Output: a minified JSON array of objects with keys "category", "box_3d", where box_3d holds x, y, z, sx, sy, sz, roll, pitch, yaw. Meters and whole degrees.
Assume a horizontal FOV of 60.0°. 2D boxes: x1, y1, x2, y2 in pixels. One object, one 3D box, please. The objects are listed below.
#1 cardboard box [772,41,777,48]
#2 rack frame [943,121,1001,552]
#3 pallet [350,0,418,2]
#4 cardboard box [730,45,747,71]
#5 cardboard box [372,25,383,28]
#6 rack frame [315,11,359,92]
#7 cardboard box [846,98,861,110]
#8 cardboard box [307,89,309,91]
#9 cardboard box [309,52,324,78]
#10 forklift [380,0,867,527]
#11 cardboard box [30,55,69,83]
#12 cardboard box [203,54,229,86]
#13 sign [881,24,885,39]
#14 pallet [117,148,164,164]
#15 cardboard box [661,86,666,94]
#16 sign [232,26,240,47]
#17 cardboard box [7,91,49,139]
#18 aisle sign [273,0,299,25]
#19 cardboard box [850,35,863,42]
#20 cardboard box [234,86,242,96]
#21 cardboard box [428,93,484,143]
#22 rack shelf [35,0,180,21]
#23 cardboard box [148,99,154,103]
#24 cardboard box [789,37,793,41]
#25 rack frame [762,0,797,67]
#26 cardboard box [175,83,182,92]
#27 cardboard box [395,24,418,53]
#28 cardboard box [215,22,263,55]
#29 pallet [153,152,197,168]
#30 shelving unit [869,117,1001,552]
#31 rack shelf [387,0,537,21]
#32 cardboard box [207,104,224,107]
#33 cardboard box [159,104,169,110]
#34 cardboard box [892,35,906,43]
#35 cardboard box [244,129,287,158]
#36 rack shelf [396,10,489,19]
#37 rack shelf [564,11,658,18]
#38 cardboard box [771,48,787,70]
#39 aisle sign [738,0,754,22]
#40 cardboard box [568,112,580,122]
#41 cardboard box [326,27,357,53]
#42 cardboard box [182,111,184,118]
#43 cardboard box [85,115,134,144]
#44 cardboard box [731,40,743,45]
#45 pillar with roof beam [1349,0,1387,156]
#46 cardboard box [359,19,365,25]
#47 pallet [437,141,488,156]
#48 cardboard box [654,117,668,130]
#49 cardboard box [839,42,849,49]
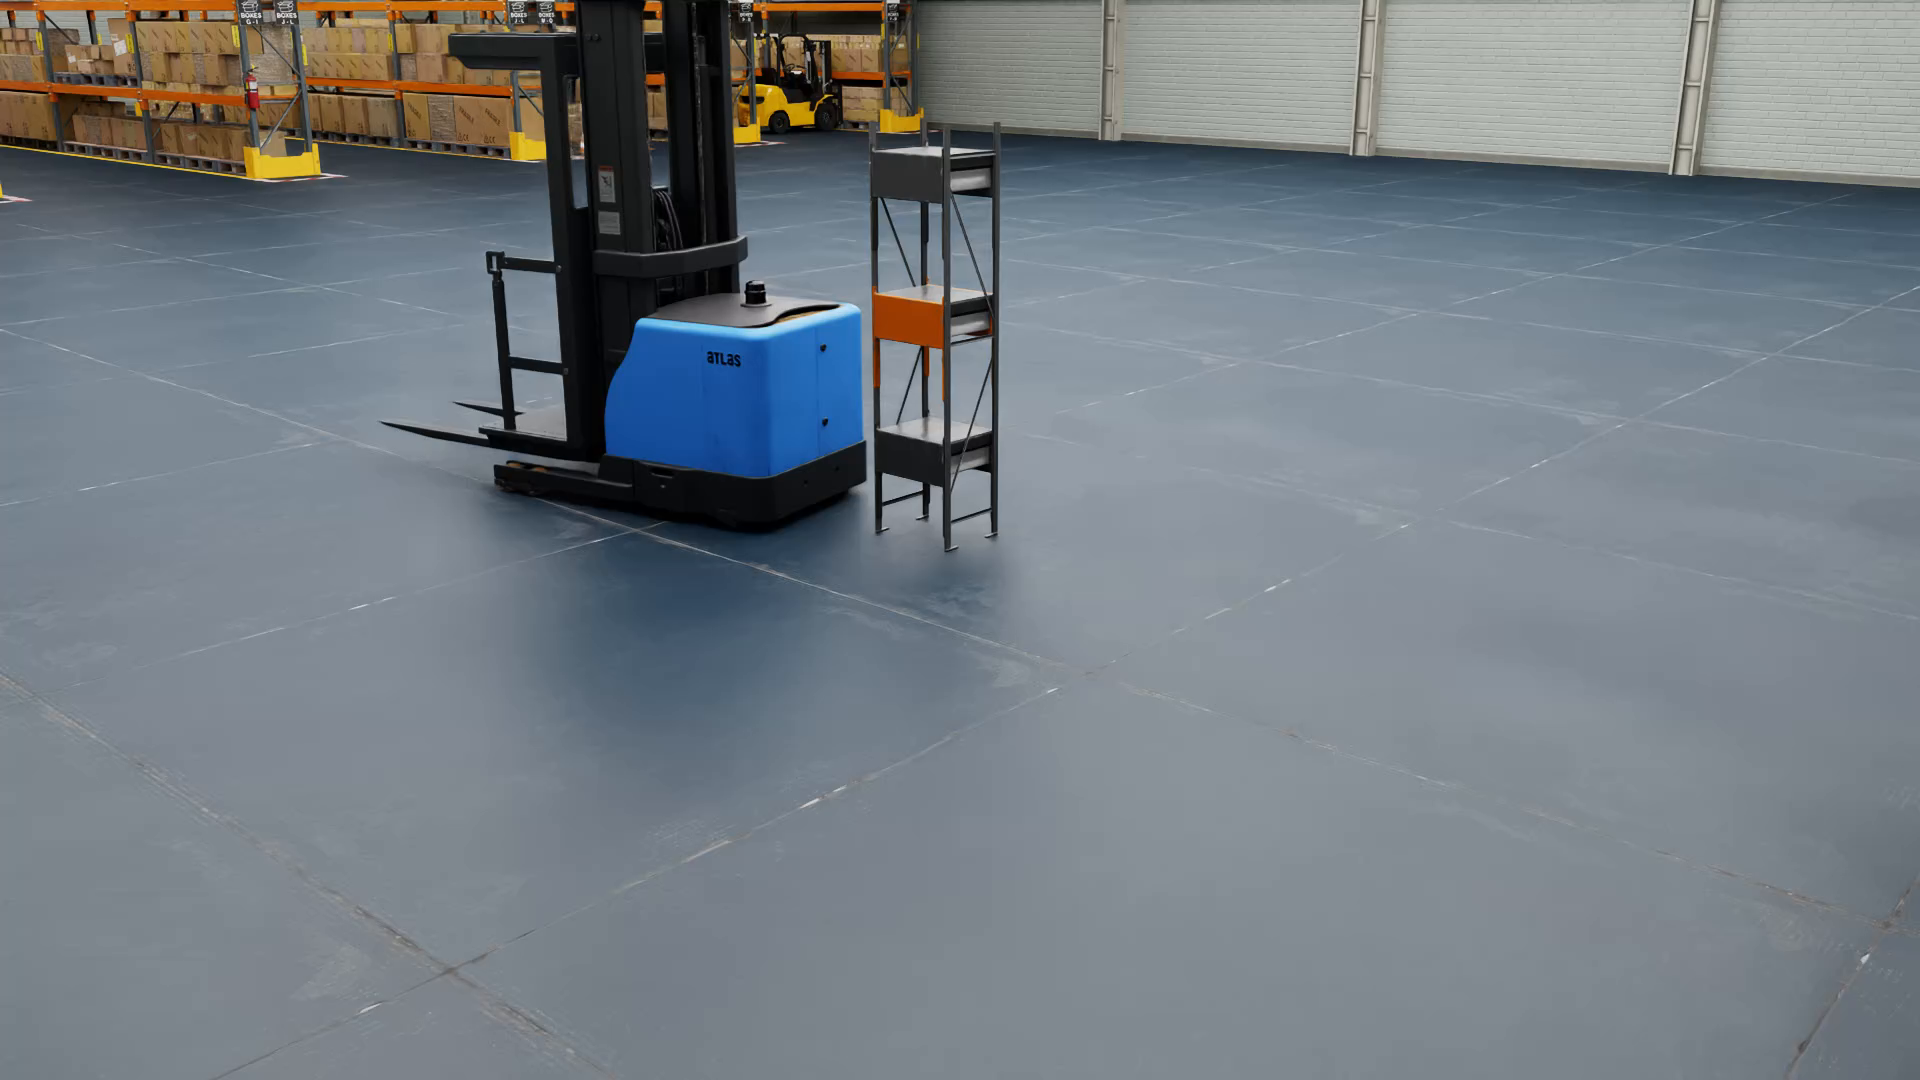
[{"category":"cardboard box","box_3d":[-4.280,-11.893,39.890,0.250,0.149,0.380,15,23,38]},{"category":"rack frame","box_3d":[0.059,-0.985,8.244,0.015,2.100,0.400,15,23,39]},{"category":"pallet","box_3d":[-11.565,-10.907,33.379,1.217,0.209,0.805,14,22,37]},{"category":"cardboard box","box_3d":[-4.815,-10.080,34.758,0.500,0.500,0.500,15,23,38]},{"category":"cardboard box","box_3d":[-14.530,-12.803,42.175,0.500,0.500,0.500,15,23,38]},{"category":"rack frame","box_3d":[-16.611,-12.946,44.444,0.127,3.000,1.000,15,23,39]},{"category":"cardboard box","box_3d":[-2.292,-10.115,38.549,0.500,0.250,0.500,15,23,39]},{"category":"cardboard box","box_3d":[-14.572,-9.860,36.920,0.500,0.250,0.500,15,23,39]},{"category":"cardboard box","box_3d":[-13.299,-9.994,34.978,0.500,0.500,0.500,15,23,39]},{"category":"forklift","box_3d":[-2.066,-1.770,9.344,3.031,2.935,1.130,10,20,28]},{"category":"cardboard box","box_3d":[-17.739,-9.188,32.438,0.500,0.500,0.500,16,24,41]},{"category":"cardboard box","box_3d":[-12.069,-7.870,27.795,0.500,0.500,0.875,15,23,39]},{"category":"sign","box_3d":[-1.723,-11.402,37.273,0.005,0.325,0.100,15,23,39]},{"category":"pallet","box_3d":[-14.797,-7.121,30.700,1.213,0.211,1.003,15,23,39]},{"category":"cardboard box","box_3d":[-6.118,-9.554,35.297,0.250,0.149,0.380,16,24,42]},{"category":"sign","box_3d":[-11.606,-8.072,26.650,0.005,0.325,0.100,15,23,39]},{"category":"cardboard box","box_3d":[-18.370,-8.609,33.596,0.875,0.875,1.225,15,23,39]},{"category":"aisle sign","box_3d":[-10.977,-8.785,27.038,0.004,0.787,0.394,15,23,39]},{"category":"cardboard box","box_3d":[-2.316,-11.535,38.271,0.250,0.149,0.380,15,23,40]},{"category":"cardboard box","box_3d":[-11.759,-7.432,27.486,0.250,0.149,0.380,15,23,39]},{"category":"cardboard box","box_3d":[-9.746,-8.261,32.501,0.875,0.875,0.875,15,23,40]},{"category":"rack shelf","box_3d":[-15.710,-9.782,30.707,4.000,0.370,1.077,15,23,39]},{"category":"cardboard box","box_3d":[-19.655,-10.748,40.555,0.250,0.149,0.380,14,22,37]},{"category":"cardboard box","box_3d":[-3.851,-11.946,39.565,0.250,0.149,0.380,14,23,38]},{"category":"rack frame","box_3d":[-4.344,-11.660,40.393,0.127,3.000,1.000,15,23,39]},{"category":"cardboard box","box_3d":[-13.302,-7.818,28.701,0.250,0.149,0.380,15,23,39]},{"category":"cardboard box","box_3d":[-10.593,-9.900,32.815,0.550,0.550,0.875,15,23,39]},{"category":"cardboard box","box_3d":[-11.798,-8.211,27.217,0.500,0.500,0.500,15,23,39]},{"category":"pallet","box_3d":[-13.688,-6.838,29.809,1.213,0.211,1.003,15,23,39]},{"category":"shelving unit","box_3d":[-0.124,-1.034,8.399,0.503,2.100,0.431,15,23,39]},{"category":"rack shelf","box_3d":[-9.350,-10.081,31.649,4.000,0.370,1.077,15,23,39]},{"category":"cardboard box","box_3d":[-17.269,-10.140,38.638,0.250,0.149,0.380,16,24,41]},{"category":"cardboard box","box_3d":[-19.071,-10.452,40.114,0.250,0.149,0.380,16,24,41]},{"category":"cardboard box","box_3d":[-1.462,-11.471,38.069,0.250,0.149,0.380,14,23,38]},{"category":"cardboard box","box_3d":[-11.678,-6.629,27.978,0.500,0.500,0.500,-13,22,-36]},{"category":"rack shelf","box_3d":[-12.124,-12.828,40.303,4.000,0.370,1.077,15,23,39]},{"category":"rack shelf","box_3d":[-8.832,-13.951,43.844,4.000,0.370,1.077,15,23,39]},{"category":"cardboard box","box_3d":[-4.186,-11.559,39.911,0.500,0.500,0.500,14,22,38]},{"category":"aisle sign","box_3d":[-4.392,-11.030,34.110,0.004,0.787,0.394,15,23,39]},{"category":"cardboard box","box_3d":[-8.344,-8.574,34.570,0.503,0.637,0.797,15,23,39]},{"category":"cardboard box","box_3d":[-12.745,-10.427,34.690,0.500,0.500,0.700,15,23,38]},{"category":"cardboard box","box_3d":[-18.274,-10.121,39.561,0.250,0.149,0.380,16,23,40]},{"category":"cardboard box","box_3d":[-16.268,-7.877,31.878,0.500,0.500,0.700,13,22,35]},{"category":"cardboard box","box_3d":[-5.385,-12.167,40.752,0.250,0.149,0.380,14,22,38]},{"category":"pillar with roof beam","box_3d":[4.843,-10.676,27.377,0.400,9.000,9.100,15,23,39]},{"category":"cardboard box","box_3d":[-15.169,-13.283,42.615,0.250,0.149,0.380,15,23,39]},{"category":"pallet","box_3d":[-9.413,-7.651,32.372,1.213,0.211,1.003,15,23,39]},{"category":"cardboard box","box_3d":[-6.205,-8.934,35.654,0.500,0.250,0.500,14,22,37]},{"category":"cardboard box","box_3d":[-2.571,-11.426,38.417,0.250,0.149,0.380,14,22,38]}]
